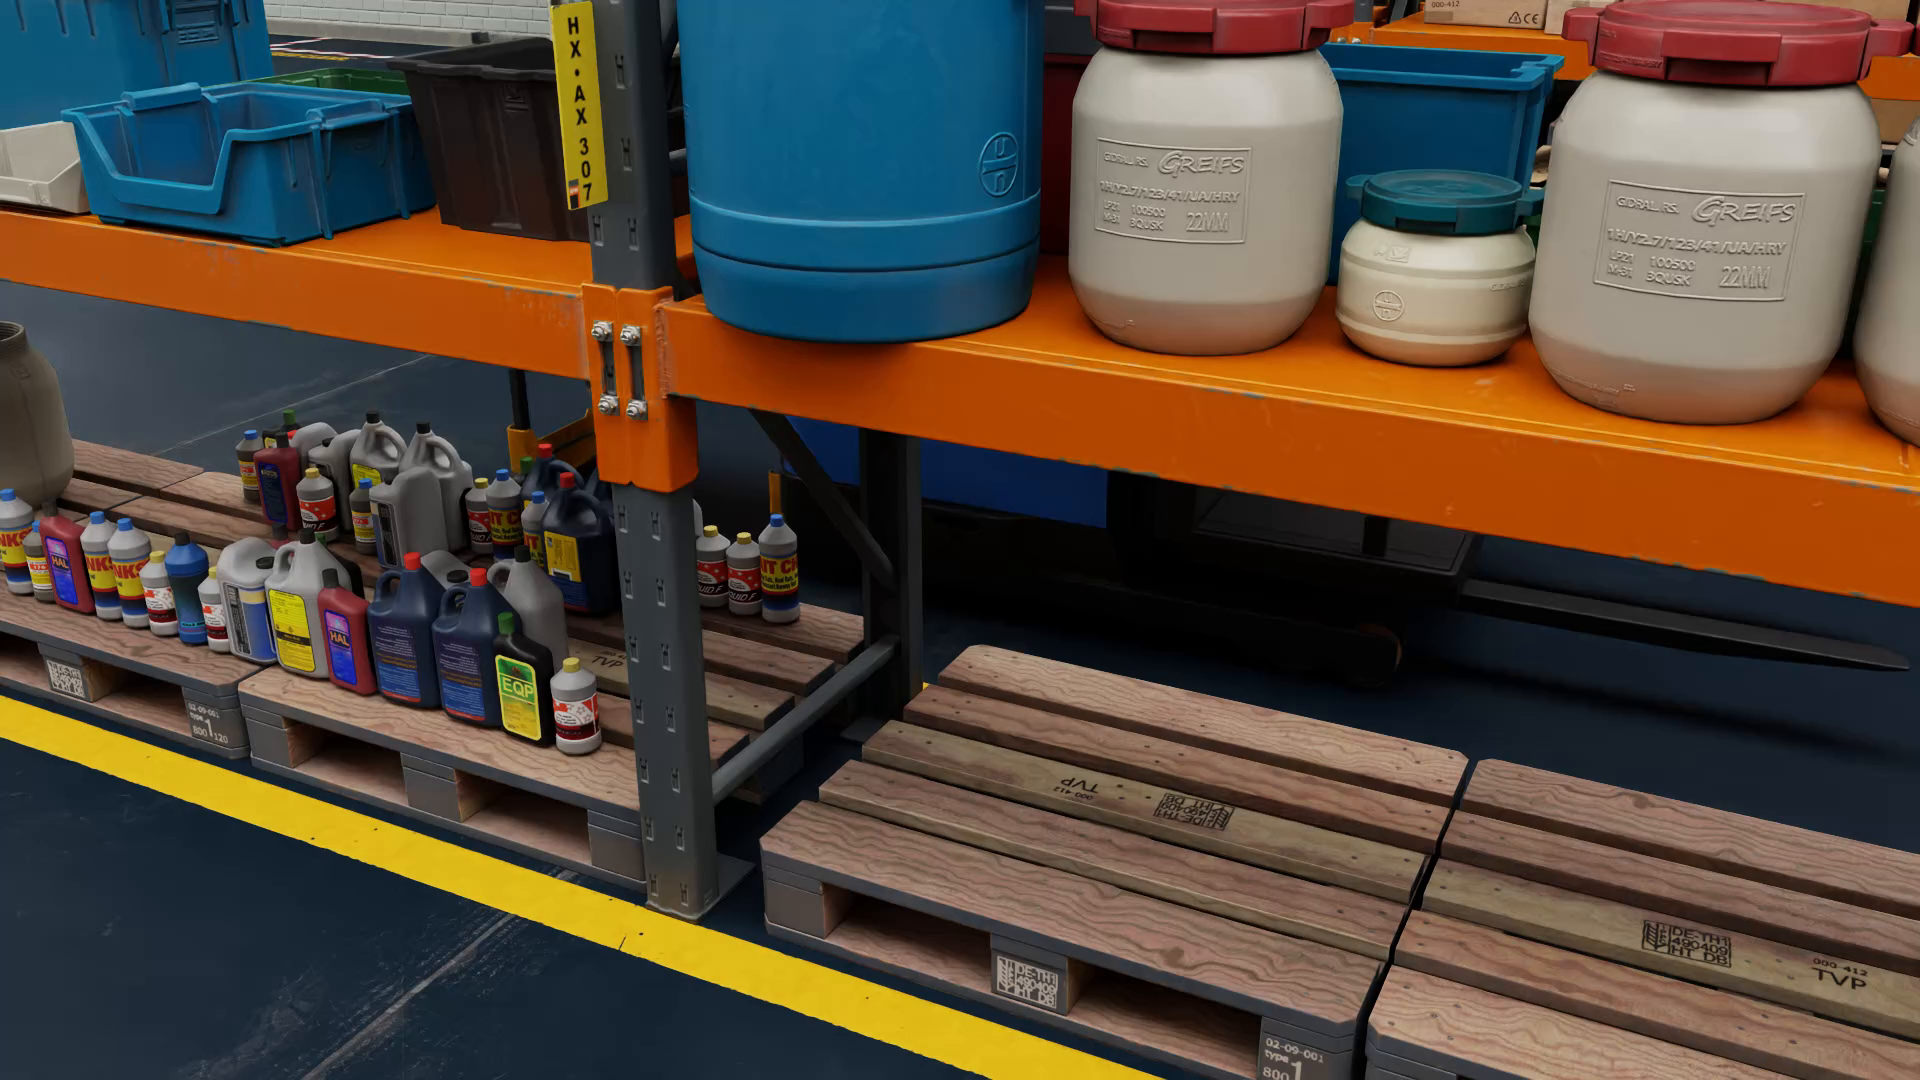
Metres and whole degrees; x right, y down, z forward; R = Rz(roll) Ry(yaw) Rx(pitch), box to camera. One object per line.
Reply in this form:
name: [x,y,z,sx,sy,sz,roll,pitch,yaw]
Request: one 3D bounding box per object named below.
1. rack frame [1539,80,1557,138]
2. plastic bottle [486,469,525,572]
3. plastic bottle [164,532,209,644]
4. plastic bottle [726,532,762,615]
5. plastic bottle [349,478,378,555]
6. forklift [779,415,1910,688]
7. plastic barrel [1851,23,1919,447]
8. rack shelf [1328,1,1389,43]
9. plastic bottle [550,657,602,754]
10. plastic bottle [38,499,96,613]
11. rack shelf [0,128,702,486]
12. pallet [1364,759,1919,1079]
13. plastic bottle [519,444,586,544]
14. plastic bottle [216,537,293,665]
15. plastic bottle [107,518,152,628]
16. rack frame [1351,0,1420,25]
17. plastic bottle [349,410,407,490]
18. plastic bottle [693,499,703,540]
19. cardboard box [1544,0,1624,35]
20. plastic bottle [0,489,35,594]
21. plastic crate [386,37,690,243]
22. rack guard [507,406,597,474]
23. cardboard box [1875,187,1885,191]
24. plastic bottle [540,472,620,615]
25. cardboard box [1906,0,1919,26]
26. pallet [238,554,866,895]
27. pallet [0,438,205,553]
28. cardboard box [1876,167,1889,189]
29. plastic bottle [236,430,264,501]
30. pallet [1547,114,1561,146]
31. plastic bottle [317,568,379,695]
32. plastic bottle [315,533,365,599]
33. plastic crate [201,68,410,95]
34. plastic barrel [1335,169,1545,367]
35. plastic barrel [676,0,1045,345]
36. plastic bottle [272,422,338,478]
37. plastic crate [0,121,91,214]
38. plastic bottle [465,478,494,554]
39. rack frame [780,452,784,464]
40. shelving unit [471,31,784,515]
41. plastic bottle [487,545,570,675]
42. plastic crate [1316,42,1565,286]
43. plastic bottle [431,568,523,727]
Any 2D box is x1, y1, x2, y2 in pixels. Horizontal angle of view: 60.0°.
rack frame: [4.101,-4.238,11.382,0.127,3.000,1.000,11,25,25]
plastic bottle: [-1.219,-0.059,4.479,0.097,0.271,0.097,0,23,0]
plastic bottle: [-1.885,0.112,4.078,0.097,0.271,0.097,0,23,0]
plastic bottle: [-0.546,0.080,4.242,0.097,0.201,0.097,0,23,0]
plastic bottle: [-1.631,-0.071,4.599,0.097,0.201,0.097,0,23,0]
forklift: [1.021,-1.201,4.328,3.031,2.935,1.130,10,25,22]
plastic barrel: [1.427,-0.389,2.158,0.433,0.535,0.433,0,23,0]
rack shelf: [0.084,-2.529,8.284,4.000,0.370,1.077,11,25,25]
plastic bottle: [-0.833,0.352,3.603,0.097,0.201,0.097,0,23,0]
plastic bottle: [-2.267,0.039,4.235,0.133,0.283,0.061,12,26,25]
rack shelf: [-2.154,-0.800,4.218,4.000,0.370,1.077,11,25,25]
pallet: [1.442,0.845,2.992,1.213,0.211,1.003,11,25,25]
plastic bottle: [-1.071,-0.082,4.433,0.185,0.351,0.144,10,25,22]
plastic bottle: [-1.676,0.139,4.009,0.135,0.276,0.152,12,26,25]
plastic bottle: [-2.066,0.076,4.162,0.097,0.271,0.097,0,23,0]
rack frame: [1.869,-2.507,7.313,0.127,3.000,1.000,11,25,25]
plastic bottle: [-1.616,-0.190,4.687,0.185,0.351,0.144,12,26,27]
plastic bottle: [-0.756,0.016,4.297,0.135,0.276,0.152,12,26,26]
cardboard box: [2.568,-2.164,6.826,0.250,0.149,0.380,11,25,25]
plastic bottle: [-2.461,-0.002,4.346,0.097,0.271,0.097,0,23,0]
plastic crate: [-0.779,-0.886,3.580,0.504,0.338,0.767,11,25,25]
rack guard: [-1.341,-0.350,5.753,0.087,0.250,0.587,10,25,22]
cardboard box: [3.498,-1.262,6.645,0.500,0.311,0.500,12,26,26]
plastic bottle: [-0.967,0.002,4.236,0.185,0.351,0.144,11,25,25]
cardboard box: [3.934,-2.138,6.316,0.500,0.500,0.500,10,25,22]
pallet: [-0.950,0.372,4.105,1.213,0.211,1.003,11,25,25]
pallet: [-3.127,-0.059,5.118,1.213,0.211,1.003,11,25,25]
cardboard box: [3.718,-1.453,7.095,0.500,0.311,0.500,11,25,24]
plastic bottle: [-2.102,-0.228,4.966,0.097,0.201,0.097,0,23,0]
pallet: [4.797,-2.818,11.606,1.213,0.211,1.003,11,25,25]
plastic bottle: [-1.409,0.208,3.836,0.133,0.283,0.061,13,26,28]
plastic bottle: [-1.510,0.125,4.031,0.133,0.283,0.061,11,25,25]
plastic crate: [-1.453,-1.019,4.083,0.662,0.188,0.450,11,25,25]
plastic barrel: [0.743,-0.427,2.598,0.301,0.262,0.301,0,23,0]
plastic barrel: [-0.161,-0.835,2.739,0.708,0.901,0.600,11,25,25]
plastic bottle: [-1.889,-0.208,4.824,0.135,0.276,0.152,11,26,25]
plastic crate: [-1.932,-0.855,3.764,0.437,0.136,0.530,11,25,25]
plastic bottle: [-1.313,-0.072,4.599,0.097,0.201,0.097,0,23,0]
rack frame: [-0.434,-0.763,5.127,0.032,1.500,0.500,10,25,22]
shelving unit: [-0.888,-0.844,5.318,1.083,1.500,0.587,10,25,22]
plastic bottle: [-1.009,0.175,3.828,0.185,0.351,0.144,11,25,25]
plastic crate: [0.756,-0.684,3.047,0.575,0.384,0.392,11,25,25]
plastic bottle: [-1.074,0.226,3.709,0.185,0.351,0.144,10,25,23]
